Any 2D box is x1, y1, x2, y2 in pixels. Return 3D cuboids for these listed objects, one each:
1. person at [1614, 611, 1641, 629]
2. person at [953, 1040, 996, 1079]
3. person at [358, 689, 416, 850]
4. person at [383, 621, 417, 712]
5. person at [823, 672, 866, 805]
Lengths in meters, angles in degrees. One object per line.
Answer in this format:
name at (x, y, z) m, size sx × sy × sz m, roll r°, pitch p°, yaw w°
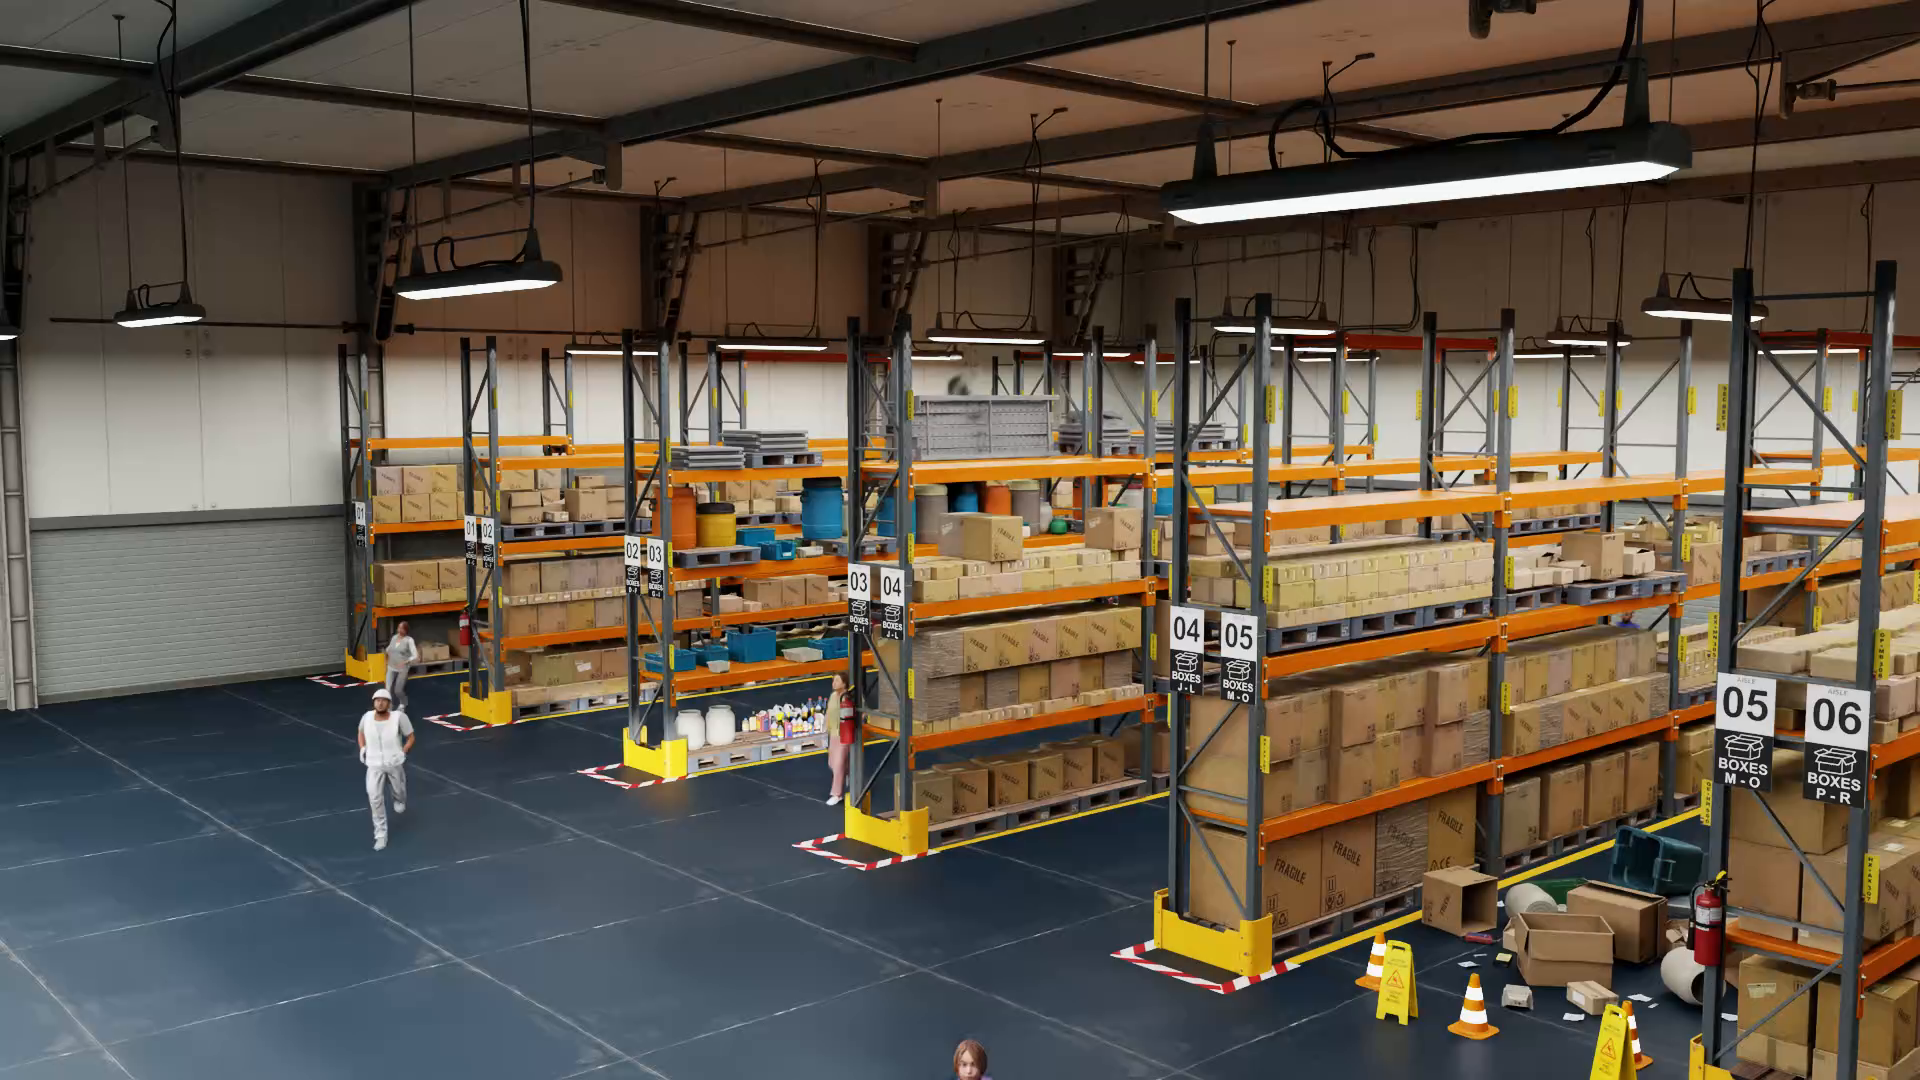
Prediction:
person at (10.721, 1.931, 26.809) m, size 0.558 × 1.702 × 0.832 m, roll 4°, pitch 7°, yaw 39°
person at (0.059, 3.536, 9.199) m, size 0.544 × 1.586 × 0.879 m, roll 0°, pitch 5°, yaw 3°
person at (-6.623, 2.593, 19.206) m, size 0.658 × 1.768 × 1.064 m, roll -1°, pitch 5°, yaw -13°
person at (-8.769, 2.068, 26.034) m, size 0.575 × 1.563 × 0.740 m, roll 1°, pitch 5°, yaw 9°
person at (-1.438, 2.478, 21.025) m, size 0.584 × 1.652 × 0.722 m, roll 4°, pitch 6°, yaw 36°
